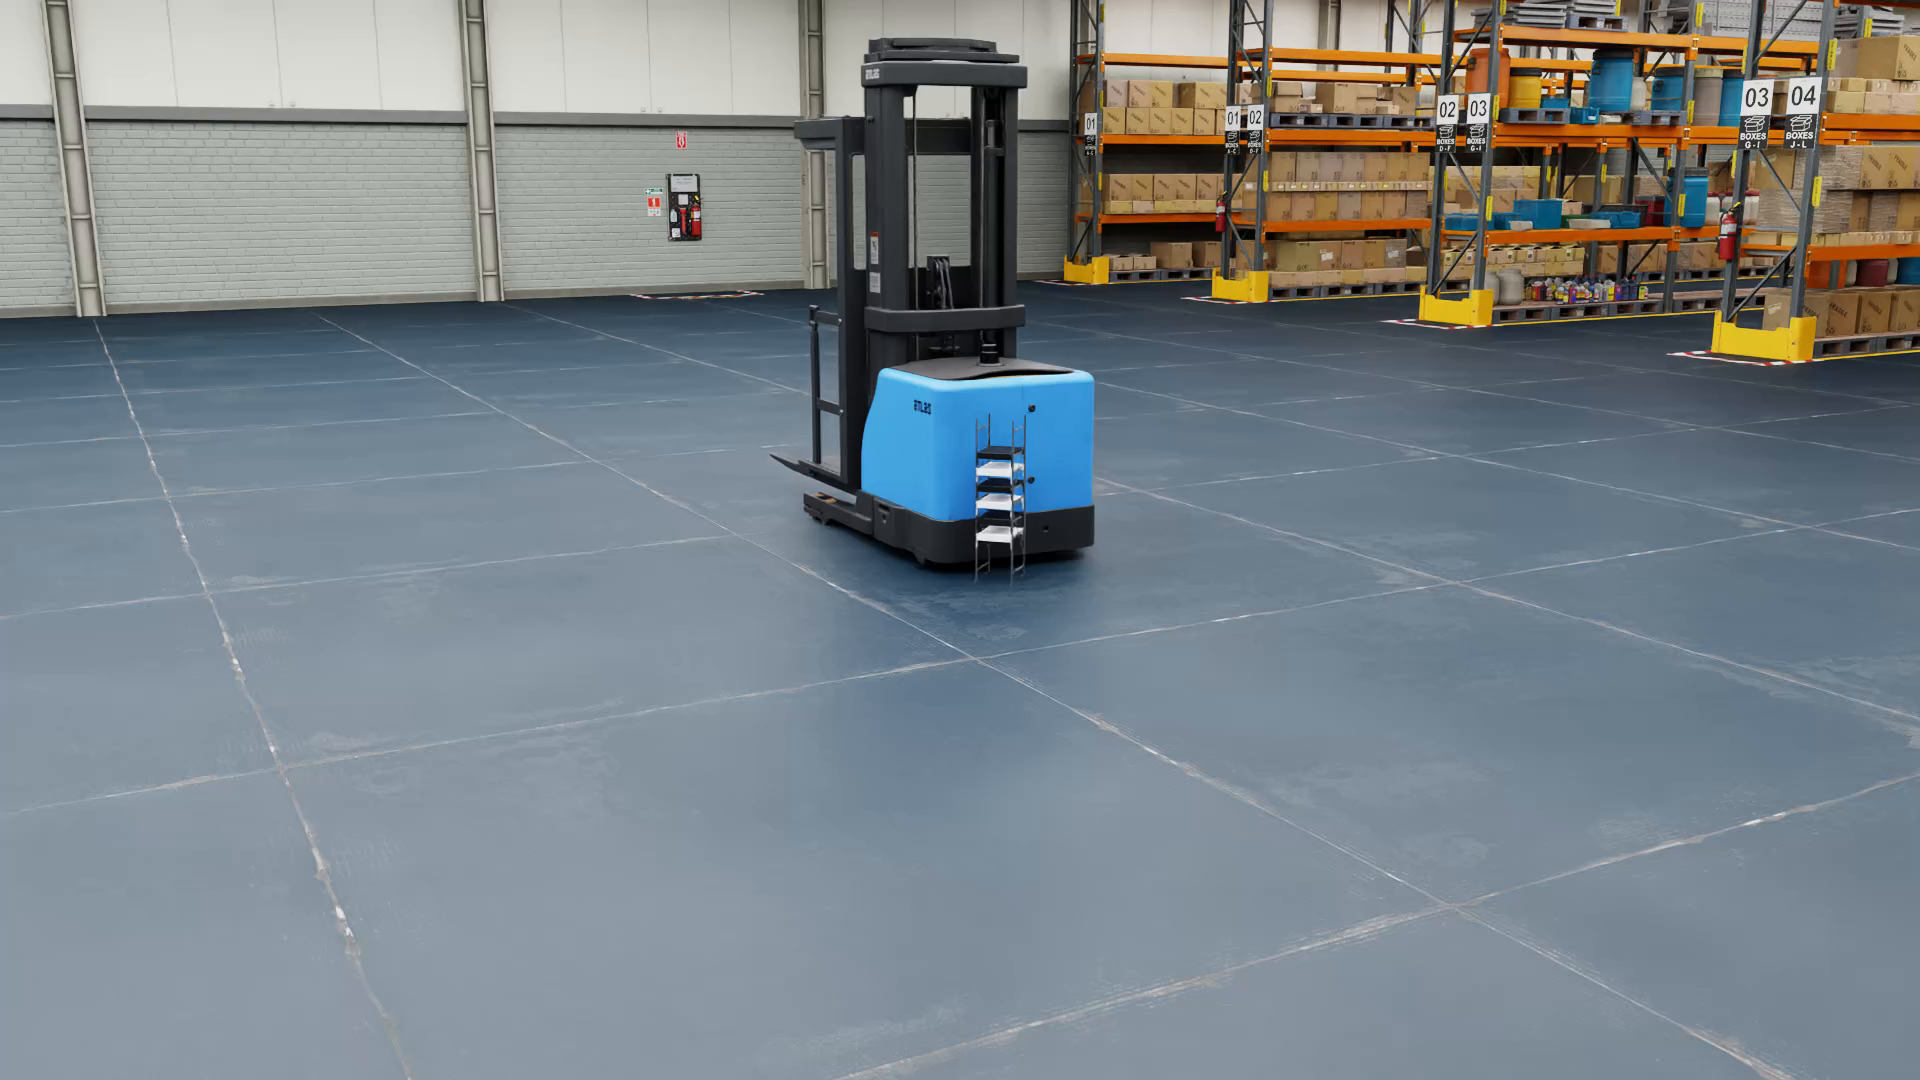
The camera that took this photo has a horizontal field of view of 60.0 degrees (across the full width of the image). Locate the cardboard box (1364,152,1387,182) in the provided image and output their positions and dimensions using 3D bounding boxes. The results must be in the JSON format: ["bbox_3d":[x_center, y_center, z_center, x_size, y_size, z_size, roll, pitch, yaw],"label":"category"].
[{"bbox_3d":[7.026,-6.523,29.079,0.500,0.500,0.700,-7,14,-28],"label":"cardboard box"}]

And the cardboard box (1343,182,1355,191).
[{"bbox_3d":[6.581,-6.101,28.681,0.250,0.149,0.380,-7,14,-27],"label":"cardboard box"}]

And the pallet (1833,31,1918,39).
[{"bbox_3d":[14.824,-8.170,27.259,1.003,0.211,1.213,-7,14,-28],"label":"pallet"}]

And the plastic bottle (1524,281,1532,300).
[{"bbox_3d":[8.650,-3.802,25.357,0.133,0.283,0.061,-6,14,-26],"label":"plastic bottle"}]

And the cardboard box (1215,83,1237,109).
[{"bbox_3d":[5.130,-8.794,32.971,0.500,0.500,0.500,-6,14,-25],"label":"cardboard box"}]

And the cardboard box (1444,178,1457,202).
[{"bbox_3d":[10.442,-7.629,36.225,0.500,0.500,0.500,-6,14,-26],"label":"cardboard box"}]

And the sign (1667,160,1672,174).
[{"bbox_3d":[16.699,-8.786,39.141,0.005,0.325,0.100,-7,14,-28],"label":"sign"}]

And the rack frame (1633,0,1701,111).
[{"bbox_3d":[10.665,-7.967,25.014,0.127,3.000,1.000,-7,14,-28],"label":"rack frame"}]

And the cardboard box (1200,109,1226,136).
[{"bbox_3d":[5.144,-8.320,33.140,0.500,0.500,0.500,-8,15,-33],"label":"cardboard box"}]

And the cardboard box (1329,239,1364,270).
[{"bbox_3d":[6.679,-4.974,28.979,0.500,0.500,0.500,-7,14,-28],"label":"cardboard box"}]

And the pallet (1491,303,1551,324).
[{"bbox_3d":[7.914,-3.360,24.560,1.213,0.211,1.003,-7,14,-28],"label":"pallet"}]

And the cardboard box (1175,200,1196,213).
[{"bbox_3d":[4.332,-6.618,32.979,0.500,0.250,0.500,-7,14,-27],"label":"cardboard box"}]

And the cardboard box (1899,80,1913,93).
[{"bbox_3d":[11.038,-5.364,19.714,0.250,0.149,0.380,-8,15,-30],"label":"cardboard box"}]

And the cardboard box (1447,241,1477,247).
[{"bbox_3d":[10.910,-6.669,36.851,0.750,0.750,0.750,-7,14,-28],"label":"cardboard box"}]

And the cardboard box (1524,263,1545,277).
[{"bbox_3d":[10.568,-5.070,31.110,0.500,0.250,0.500,-6,14,-27],"label":"cardboard box"}]

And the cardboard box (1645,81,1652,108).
[{"bbox_3d":[13.087,-8.568,32.011,0.500,0.500,0.500,-7,14,-28],"label":"cardboard box"}]

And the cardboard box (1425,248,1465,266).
[{"bbox_3d":[8.777,-5.127,30.090,0.500,0.311,0.500,-7,14,-28],"label":"cardboard box"}]

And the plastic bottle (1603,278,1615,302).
[{"bbox_3d":[9.786,-3.785,25.126,0.185,0.351,0.144,-7,14,-28],"label":"plastic bottle"}]

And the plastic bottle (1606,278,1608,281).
[{"bbox_3d":[10.176,-3.975,26.150,0.097,0.271,0.097,0,13,0],"label":"plastic bottle"}]

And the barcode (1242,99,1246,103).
[{"bbox_3d":[4.818,-7.445,28.207,0.075,0.075,0.001,-7,14,-28],"label":"barcode"}]

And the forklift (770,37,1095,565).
[{"bbox_3d":[-0.354,-1.569,10.406,1.130,2.935,3.031,-7,14,-27],"label":"forklift"}]

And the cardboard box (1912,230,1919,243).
[{"bbox_3d":[11.667,-3.729,20.418,0.250,0.149,0.380,-7,14,-28],"label":"cardboard box"}]

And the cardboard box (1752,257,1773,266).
[{"bbox_3d":[16.544,-5.764,34.342,0.250,0.166,0.380,-7,14,-28],"label":"cardboard box"}]

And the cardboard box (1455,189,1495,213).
[{"bbox_3d":[9.439,-6.177,30.496,0.500,0.500,0.500,-6,14,-24],"label":"cardboard box"}]

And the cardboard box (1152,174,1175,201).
[{"bbox_3d":[3.866,-6.926,32.643,0.500,0.500,0.500,-7,15,-30],"label":"cardboard box"}]

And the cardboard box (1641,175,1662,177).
[{"bbox_3d":[16.008,-8.302,39.486,0.700,0.700,0.980,-6,14,-25],"label":"cardboard box"}]

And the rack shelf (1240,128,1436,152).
[{"bbox_3d":[6.540,-6.897,28.731,4.000,0.370,1.077,-7,14,-28],"label":"rack shelf"}]

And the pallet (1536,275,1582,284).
[{"bbox_3d":[11.065,-4.976,31.740,1.213,0.211,1.003,-7,14,-28],"label":"pallet"}]

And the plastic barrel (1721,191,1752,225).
[{"bbox_3d":[12.254,-5.242,26.260,0.433,0.535,0.433,0,13,0],"label":"plastic barrel"}]

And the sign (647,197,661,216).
[{"bbox_3d":[-5.381,-5.864,29.253,0.234,0.329,0.001,-7,14,-28],"label":"sign"}]

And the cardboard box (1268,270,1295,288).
[{"bbox_3d":[5.362,-4.451,28.362,0.500,0.250,0.500,-7,14,-28],"label":"cardboard box"}]

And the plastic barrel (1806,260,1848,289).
[{"bbox_3d":[14.597,-4.662,27.978,0.708,0.830,0.600,-7,14,-28],"label":"plastic barrel"}]

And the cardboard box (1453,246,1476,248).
[{"bbox_3d":[9.406,-5.338,31.025,0.500,0.311,0.500,-7,14,-28],"label":"cardboard box"}]

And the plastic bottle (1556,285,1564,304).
[{"bbox_3d":[8.895,-3.633,24.635,0.097,0.271,0.097,0,13,0],"label":"plastic bottle"}]

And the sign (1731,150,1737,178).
[{"bbox_3d":[9.279,-4.493,19.884,0.005,0.325,0.100,-7,14,-28],"label":"sign"}]

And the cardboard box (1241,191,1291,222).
[{"bbox_3d":[5.200,-5.670,28.242,0.500,0.500,0.700,-7,14,-28],"label":"cardboard box"}]

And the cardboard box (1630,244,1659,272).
[{"bbox_3d":[13.242,-5.512,32.460,0.500,0.500,0.500,-7,14,-29],"label":"cardboard box"}]

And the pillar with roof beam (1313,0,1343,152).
[{"bbox_3d":[9.936,-9.497,31.814,0.400,9.000,9.100,-7,14,-28],"label":"pillar with roof beam"}]

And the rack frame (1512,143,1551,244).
[{"bbox_3d":[12.940,-7.791,37.896,0.127,3.000,1.000,-7,14,-28],"label":"rack frame"}]

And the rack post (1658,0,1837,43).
[{"bbox_3d":[12.352,-8.288,25.986,3.121,1.000,1.013,-7,14,-28],"label":"rack post"}]

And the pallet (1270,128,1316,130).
[{"bbox_3d":[6.511,-8.365,34.045,1.003,0.211,1.213,-7,14,-28],"label":"pallet"}]

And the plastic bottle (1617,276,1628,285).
[{"bbox_3d":[10.169,-3.867,25.491,0.185,0.351,0.144,-7,14,-28],"label":"plastic bottle"}]

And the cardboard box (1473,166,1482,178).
[{"bbox_3d":[11.305,-8.103,36.622,0.500,0.250,0.500,-7,15,-29],"label":"cardboard box"}]

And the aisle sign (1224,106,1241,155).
[{"bbox_3d":[4.586,-6.892,27.981,0.004,0.787,0.394,-7,14,-28],"label":"aisle sign"}]

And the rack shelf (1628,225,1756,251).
[{"bbox_3d":[12.421,-4.899,26.686,4.000,0.370,1.077,-7,14,-28],"label":"rack shelf"}]

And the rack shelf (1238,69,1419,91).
[{"bbox_3d":[7.674,-9.540,34.555,4.000,0.370,1.077,-7,14,-28],"label":"rack shelf"}]

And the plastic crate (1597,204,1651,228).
[{"bbox_3d":[10.145,-4.979,25.543,0.504,0.338,0.767,-7,14,-28],"label":"plastic crate"}]

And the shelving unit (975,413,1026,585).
[{"bbox_3d":[0.222,-0.225,9.059,0.210,0.900,0.258,4,13,19],"label":"shelving unit"}]

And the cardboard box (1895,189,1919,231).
[{"bbox_3d":[11.309,-4.082,20.508,0.500,0.500,0.875,-7,14,-28],"label":"cardboard box"}]

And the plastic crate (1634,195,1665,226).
[{"bbox_3d":[10.944,-5.181,26.154,0.583,0.464,0.402,-7,14,-28],"label":"plastic crate"}]

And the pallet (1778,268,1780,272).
[{"bbox_3d":[18.062,-5.805,35.422,1.213,0.211,1.003,-7,14,-28],"label":"pallet"}]

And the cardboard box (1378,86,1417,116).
[{"bbox_3d":[7.727,-7.778,29.504,0.500,0.500,0.500,-6,14,-23],"label":"cardboard box"}]
